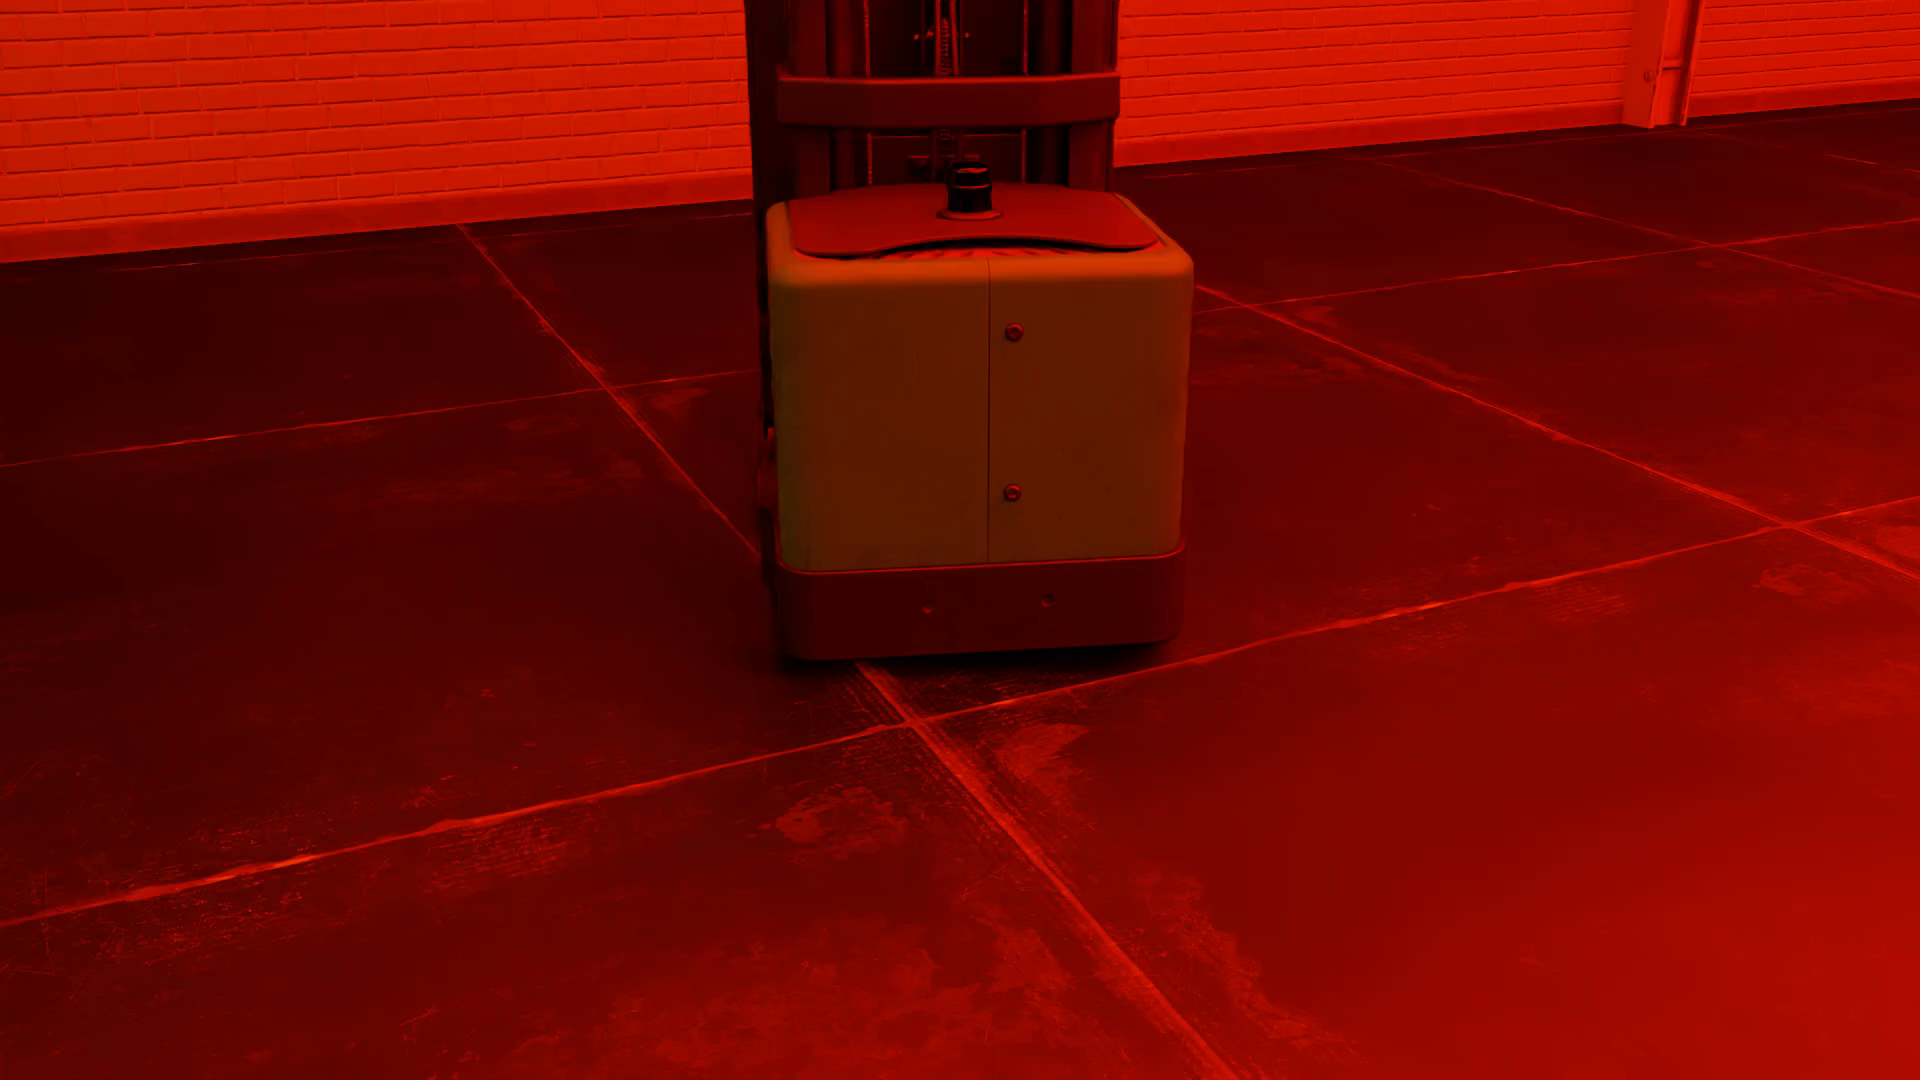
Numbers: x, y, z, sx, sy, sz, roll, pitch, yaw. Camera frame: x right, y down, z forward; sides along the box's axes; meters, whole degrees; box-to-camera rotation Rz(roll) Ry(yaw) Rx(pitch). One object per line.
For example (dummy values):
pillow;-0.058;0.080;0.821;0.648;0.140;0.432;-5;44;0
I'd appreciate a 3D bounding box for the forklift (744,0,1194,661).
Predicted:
forklift;-0.112;-1.579;5.086;1.130;2.935;3.031;-3;23;-6
